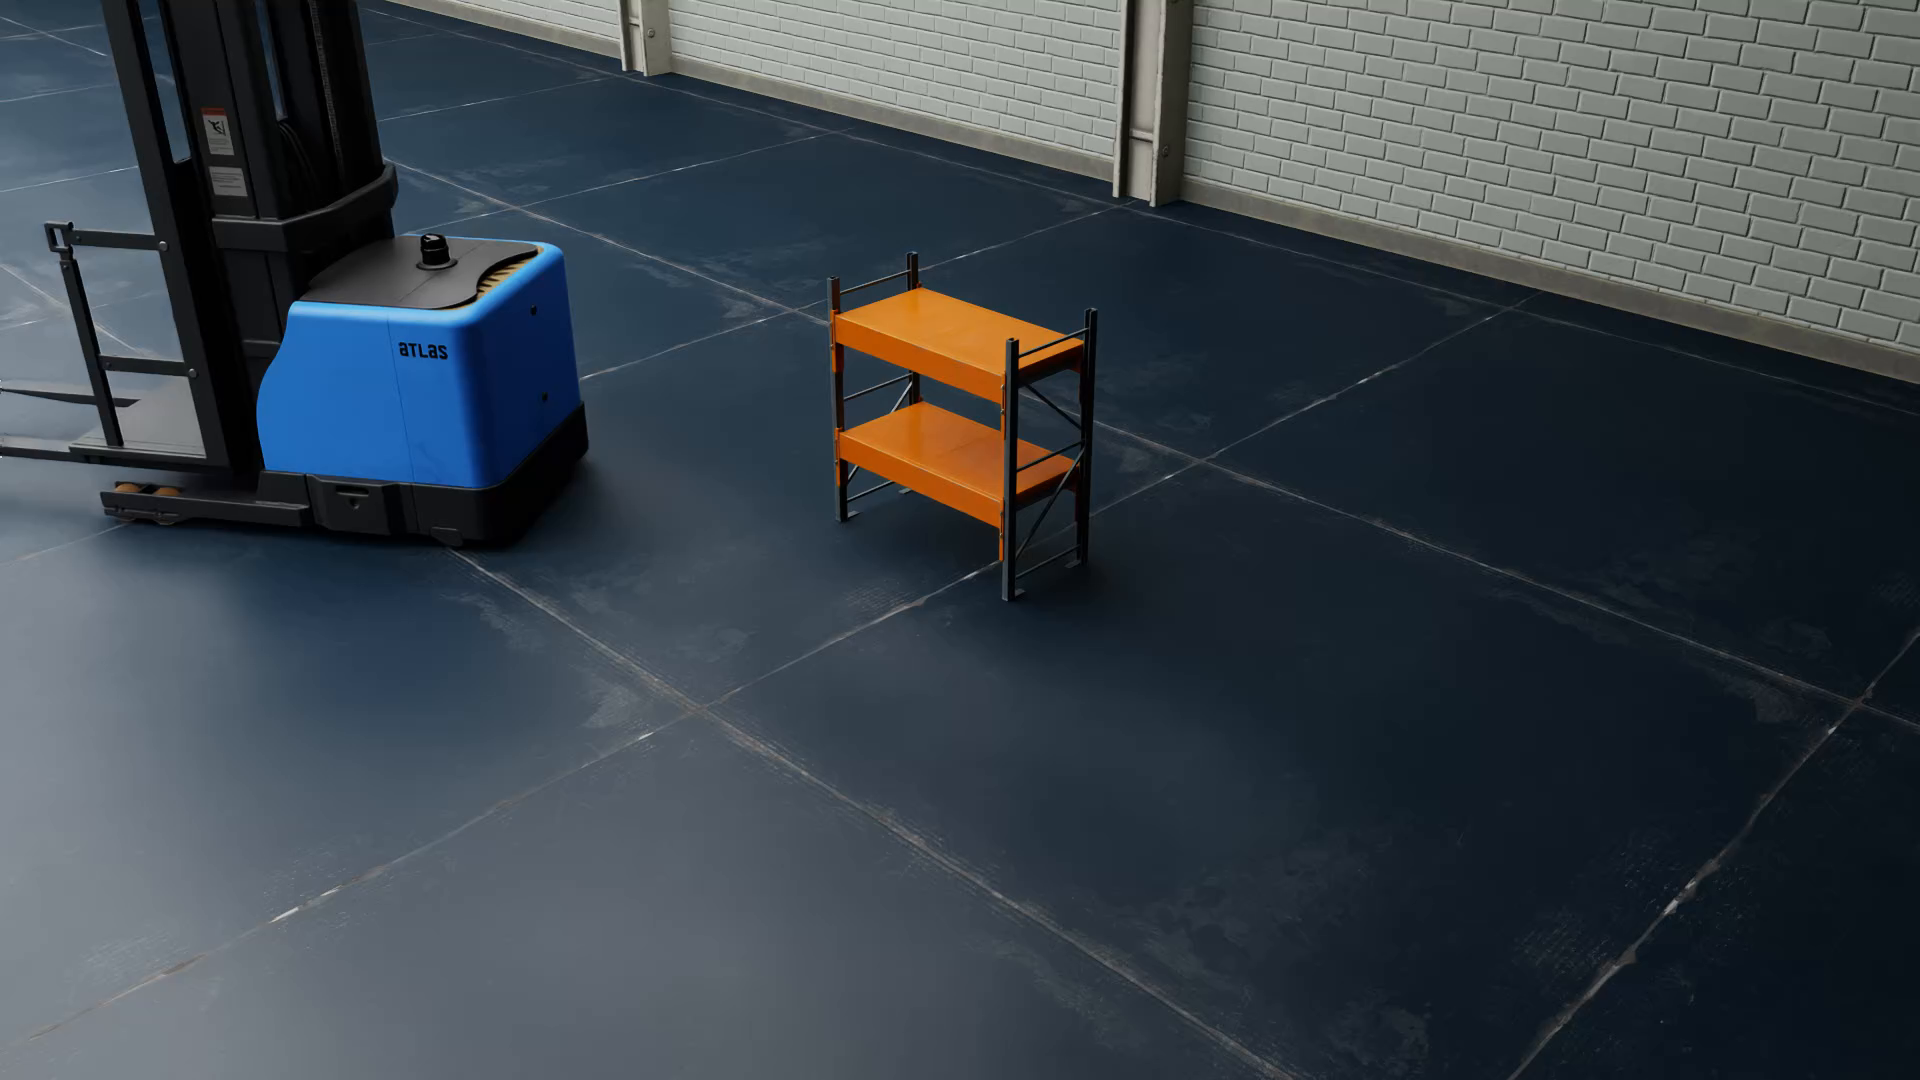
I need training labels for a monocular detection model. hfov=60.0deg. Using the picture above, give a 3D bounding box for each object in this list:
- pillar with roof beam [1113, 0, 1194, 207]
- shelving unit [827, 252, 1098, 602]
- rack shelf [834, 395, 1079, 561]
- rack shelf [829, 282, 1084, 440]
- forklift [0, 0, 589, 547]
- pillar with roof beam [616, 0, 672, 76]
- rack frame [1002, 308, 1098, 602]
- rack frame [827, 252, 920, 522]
[{"bbox_3d":[-1.676,-5.014,7.117,0.400,9.000,9.100,25,36,38],"label":"pillar with roof beam"},{"bbox_3d":[-0.005,-0.500,6.992,1.048,1.125,0.538,25,36,38],"label":"shelving unit"},{"bbox_3d":[-0.005,-0.284,7.106,1.000,0.278,0.538,25,36,38],"label":"rack shelf"},{"bbox_3d":[-0.005,-0.759,6.856,1.000,0.278,0.538,25,36,38],"label":"rack shelf"},{"bbox_3d":[-3.336,-1.597,7.137,3.031,2.935,1.130,5,28,10],"label":"forklift"},{"bbox_3d":[-5.955,-6.972,10.840,0.400,9.000,9.100,25,36,38],"label":"pillar with roof beam"},{"bbox_3d":[0.358,-0.334,6.677,0.032,1.125,0.500,25,36,38],"label":"rack frame"},{"bbox_3d":[-0.367,-0.666,7.308,0.032,1.125,0.500,25,36,38],"label":"rack frame"}]
